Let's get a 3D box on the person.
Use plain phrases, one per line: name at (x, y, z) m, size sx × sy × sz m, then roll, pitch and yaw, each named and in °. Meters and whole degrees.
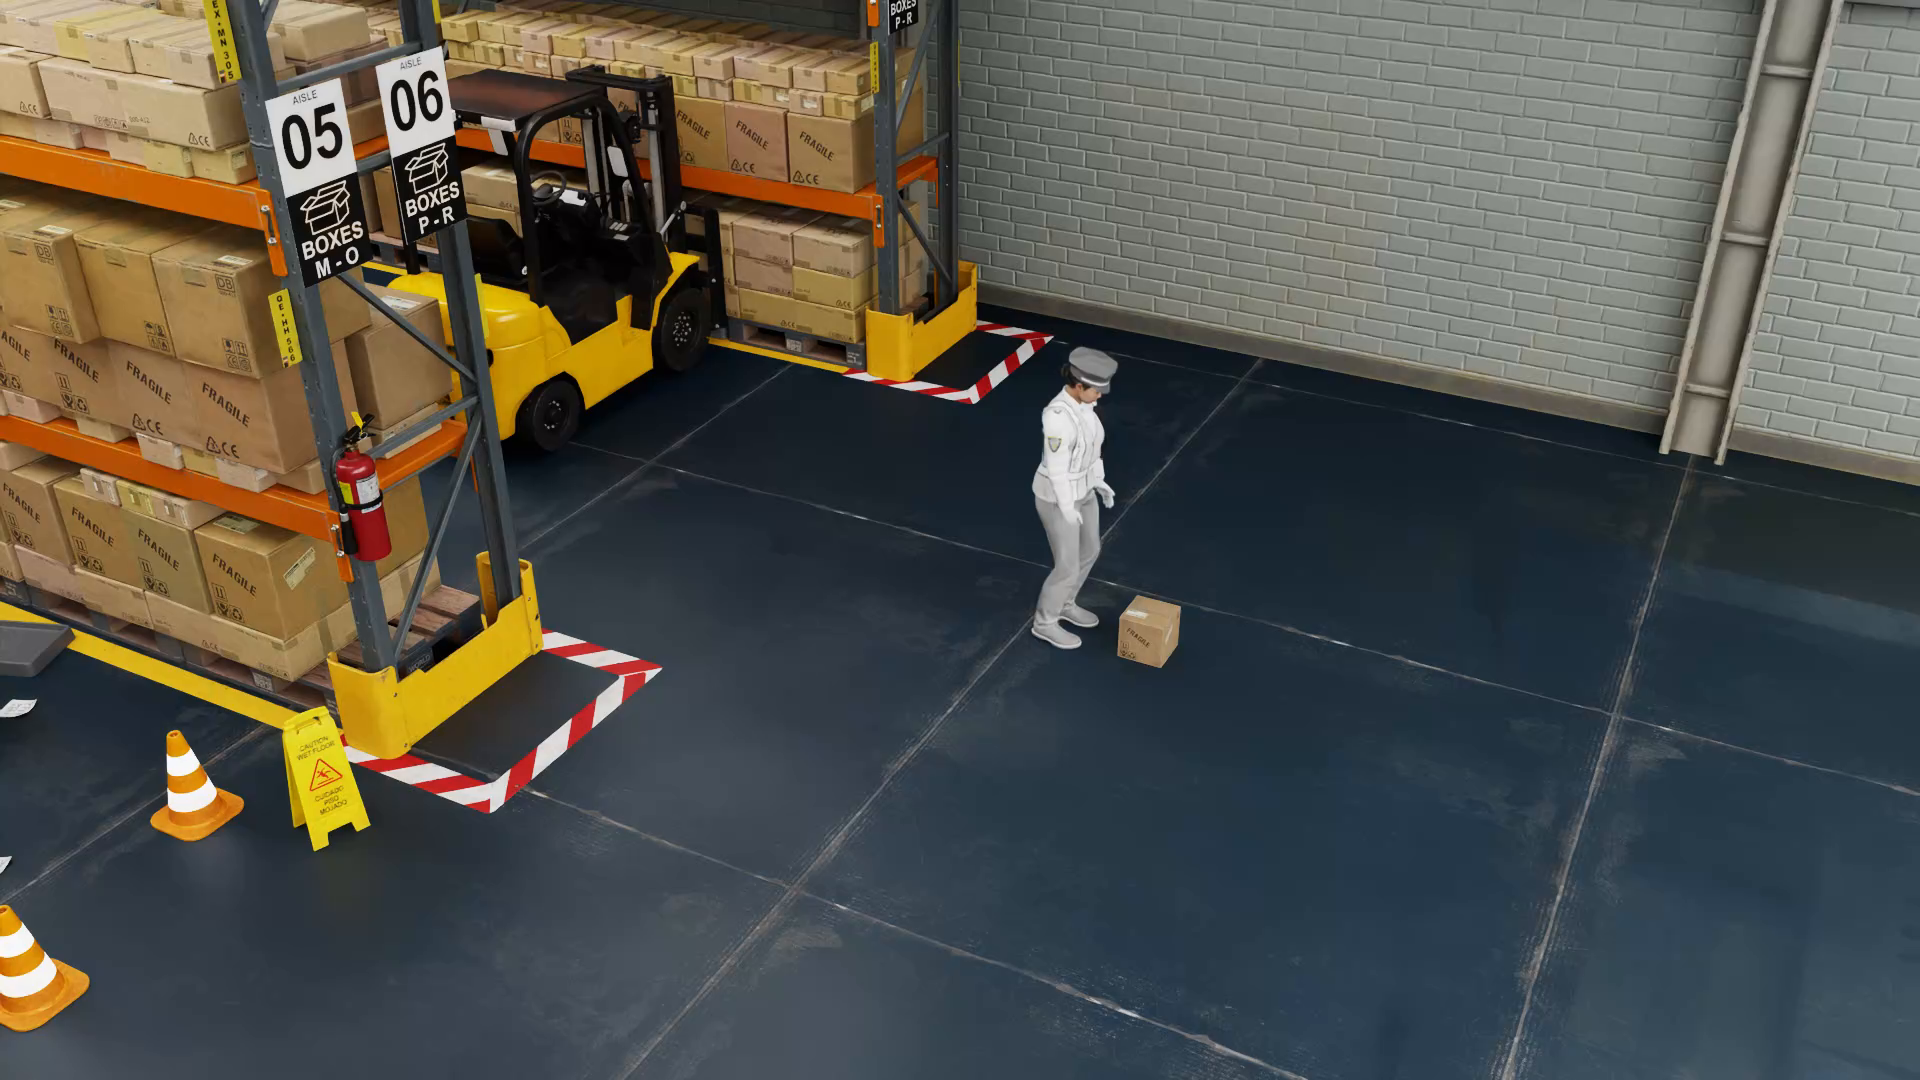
person at (0.598, -0.229, 8.705) m, size 0.396 × 1.647 × 0.488 m, roll 15°, pitch 34°, yaw 24°
